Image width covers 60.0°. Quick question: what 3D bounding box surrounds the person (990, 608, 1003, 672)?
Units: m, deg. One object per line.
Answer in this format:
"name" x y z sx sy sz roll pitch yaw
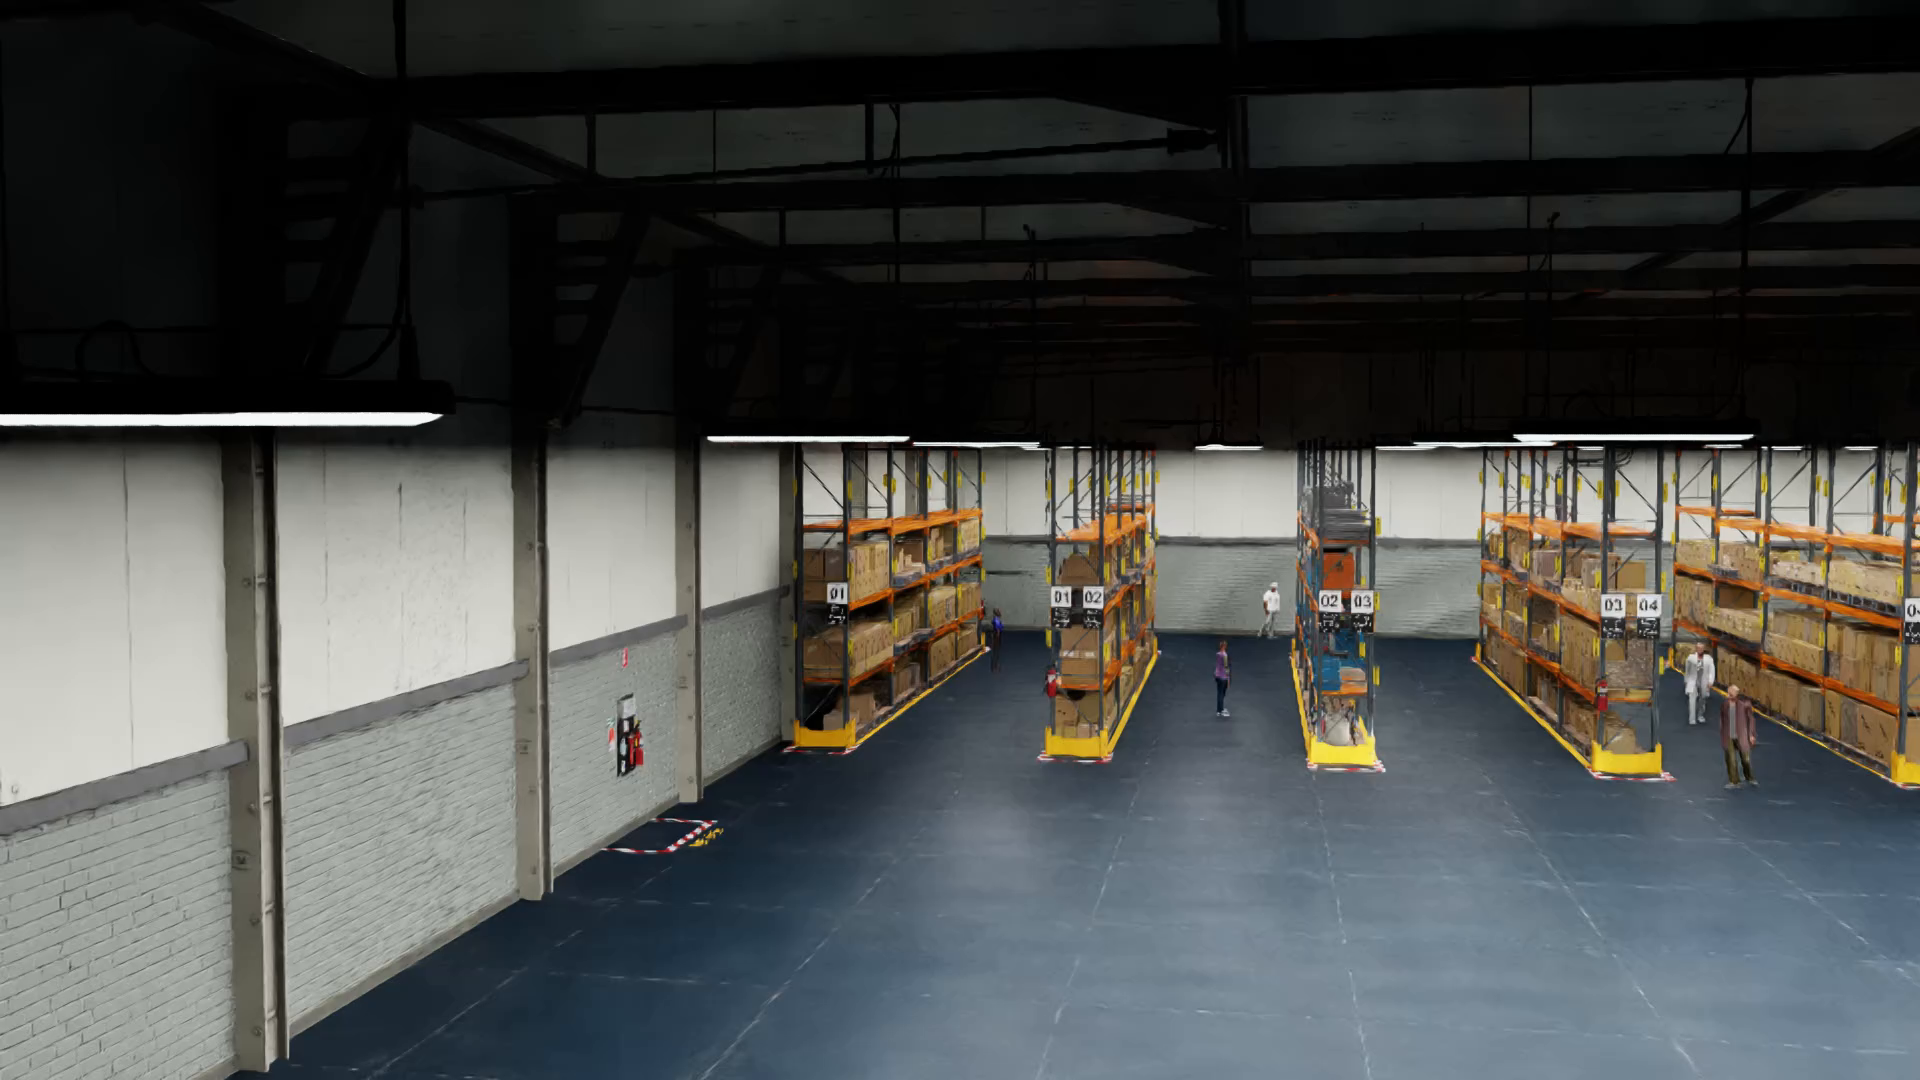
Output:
"person" 0.967 2.588 43.262 0.373 1.659 0.577 0 3 -7

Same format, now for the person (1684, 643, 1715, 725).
"person" 15.492 3.005 34.833 0.569 1.716 1.102 1 3 19

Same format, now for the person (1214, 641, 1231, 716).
"person" 5.733 2.995 36.139 0.417 1.603 0.505 -1 3 -20

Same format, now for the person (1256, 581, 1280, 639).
"person" 9.472 2.145 50.993 0.733 1.757 0.529 -2 4 -31

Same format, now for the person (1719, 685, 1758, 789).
"person" 13.253 3.343 28.293 0.604 1.770 0.622 -3 4 -44
